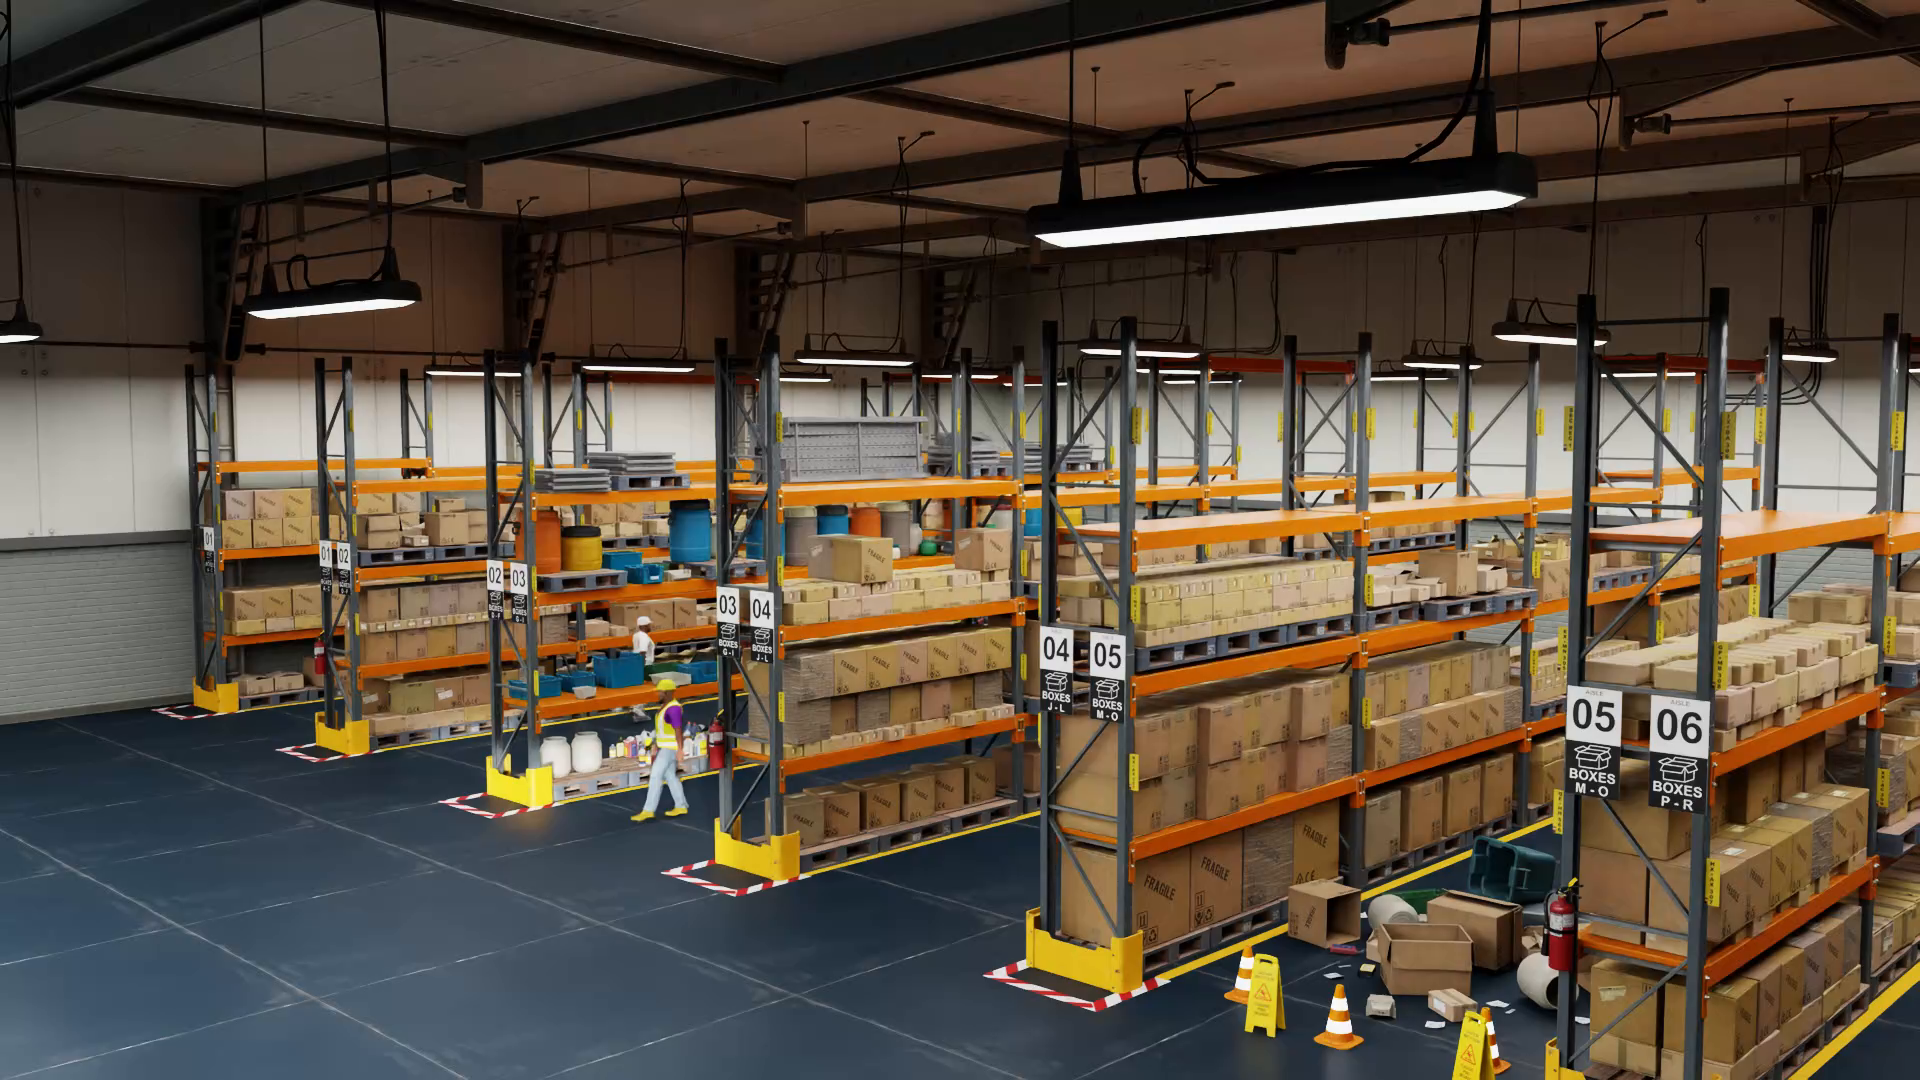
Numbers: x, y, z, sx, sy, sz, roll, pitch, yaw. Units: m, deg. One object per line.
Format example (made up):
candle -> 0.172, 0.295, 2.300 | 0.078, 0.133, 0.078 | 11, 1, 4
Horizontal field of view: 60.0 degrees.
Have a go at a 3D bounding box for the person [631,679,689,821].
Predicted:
person -> -3.846, 2.660, 21.210 | 0.760, 1.757, 0.663 | -1, 5, -15

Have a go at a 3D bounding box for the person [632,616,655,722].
person -> -5.329, 2.151, 27.798 | 0.493, 1.756, 0.601 | -3, 5, -37
